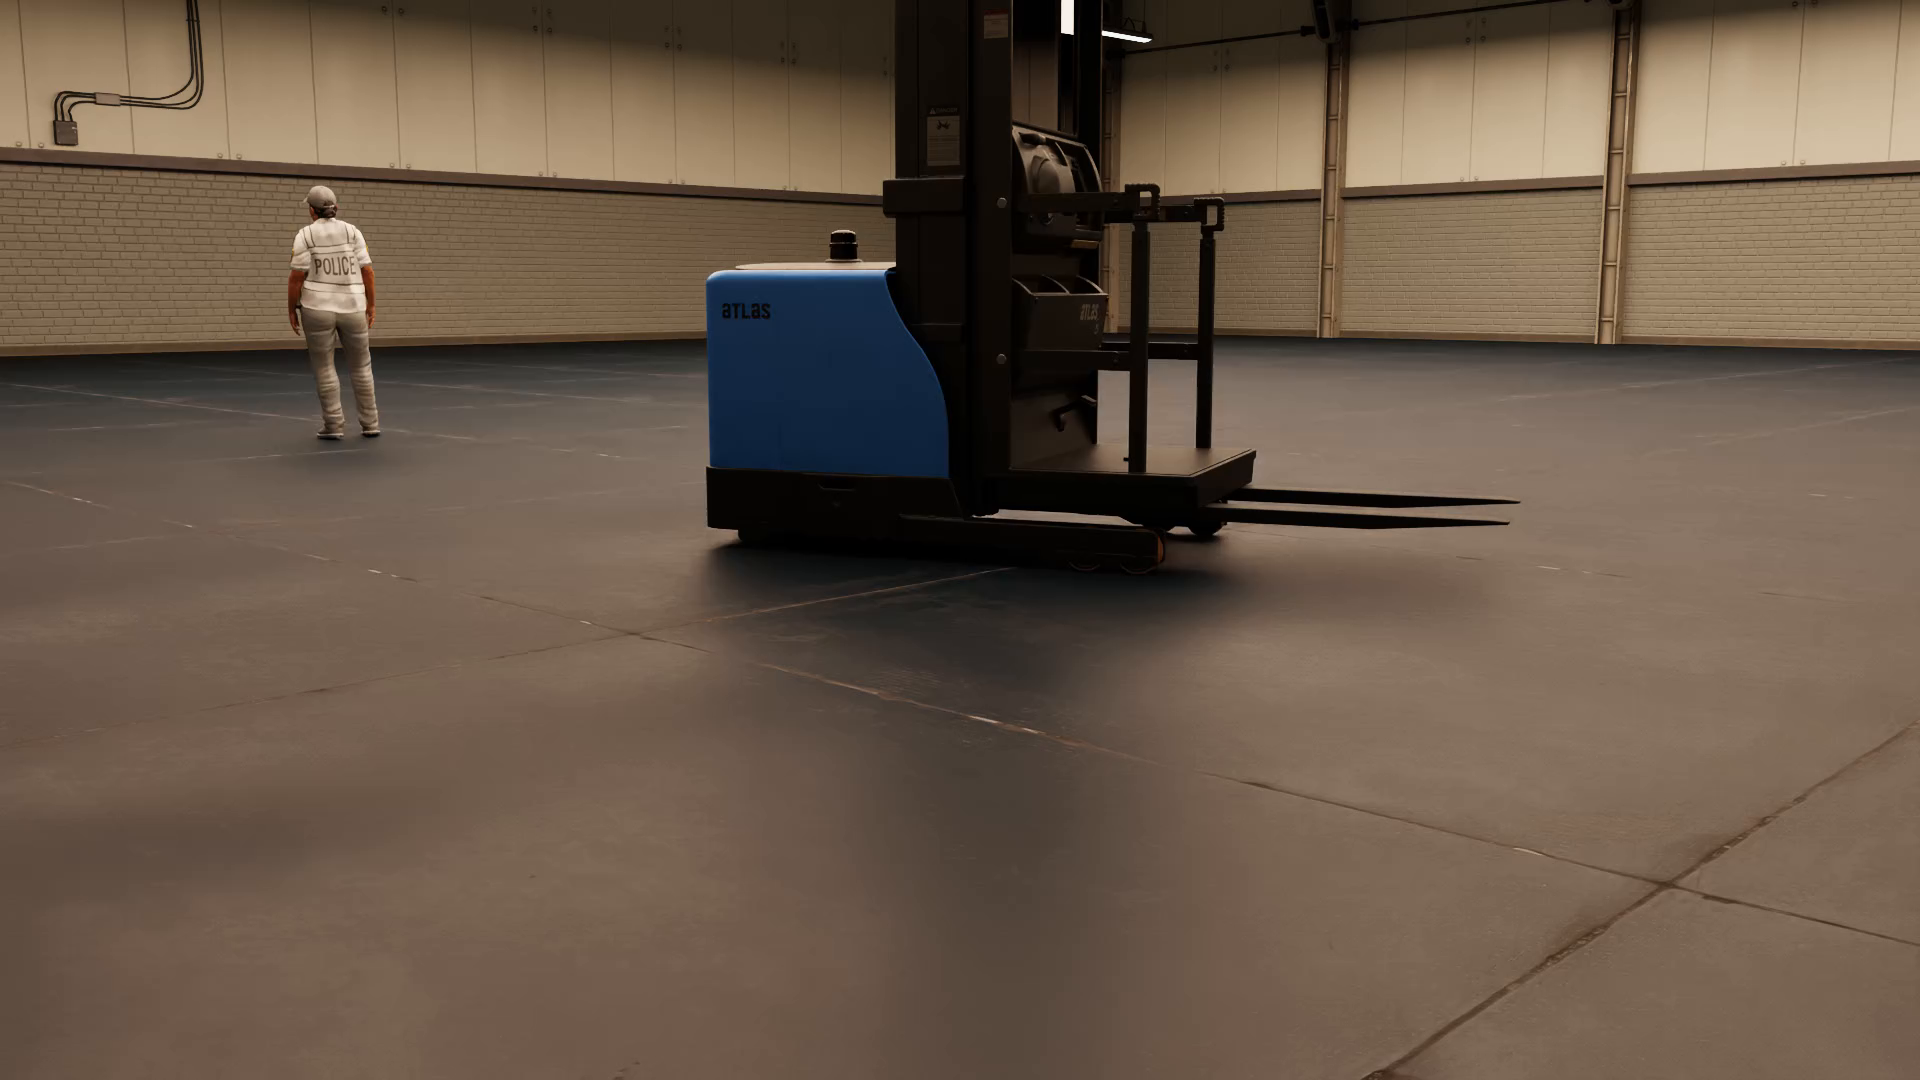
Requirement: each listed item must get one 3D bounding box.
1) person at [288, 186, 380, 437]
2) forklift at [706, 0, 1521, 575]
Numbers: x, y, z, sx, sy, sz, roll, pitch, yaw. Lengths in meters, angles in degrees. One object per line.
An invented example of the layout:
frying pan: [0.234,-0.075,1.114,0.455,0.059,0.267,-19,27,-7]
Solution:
person: [-4.215,-1.524,11.190,0.598,1.670,0.529,-5,10,-31]
forklift: [0.565,-1.416,6.275,3.031,2.935,1.130,3,9,22]
